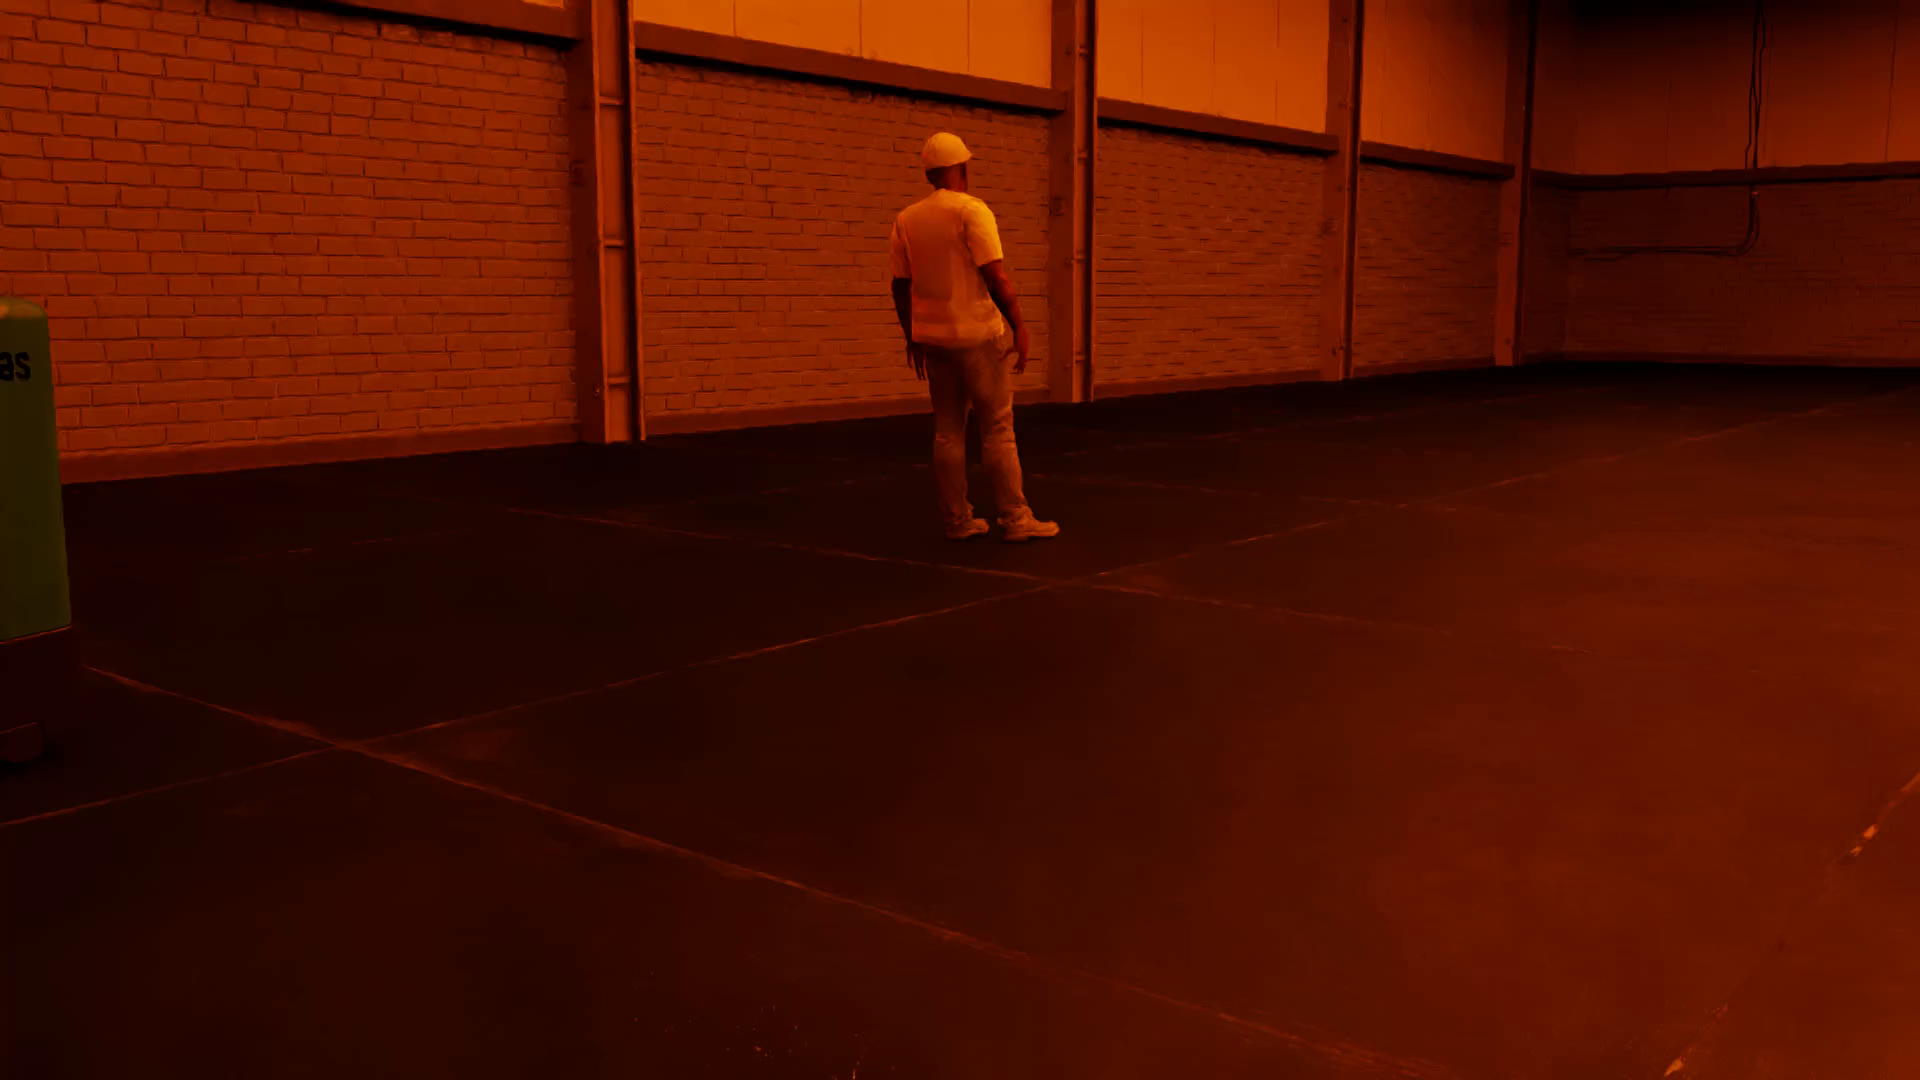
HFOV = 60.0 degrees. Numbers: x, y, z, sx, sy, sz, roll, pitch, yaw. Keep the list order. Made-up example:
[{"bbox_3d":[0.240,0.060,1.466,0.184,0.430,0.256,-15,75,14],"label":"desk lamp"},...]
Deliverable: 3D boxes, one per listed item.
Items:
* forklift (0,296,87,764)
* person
[{"bbox_3d":[-3.029,-0.768,2.532,1.130,2.935,3.031,3,9,19],"label":"forklift"},{"bbox_3d":[0.048,-0.888,7.326,0.665,1.766,0.576,7,11,38],"label":"person"}]
